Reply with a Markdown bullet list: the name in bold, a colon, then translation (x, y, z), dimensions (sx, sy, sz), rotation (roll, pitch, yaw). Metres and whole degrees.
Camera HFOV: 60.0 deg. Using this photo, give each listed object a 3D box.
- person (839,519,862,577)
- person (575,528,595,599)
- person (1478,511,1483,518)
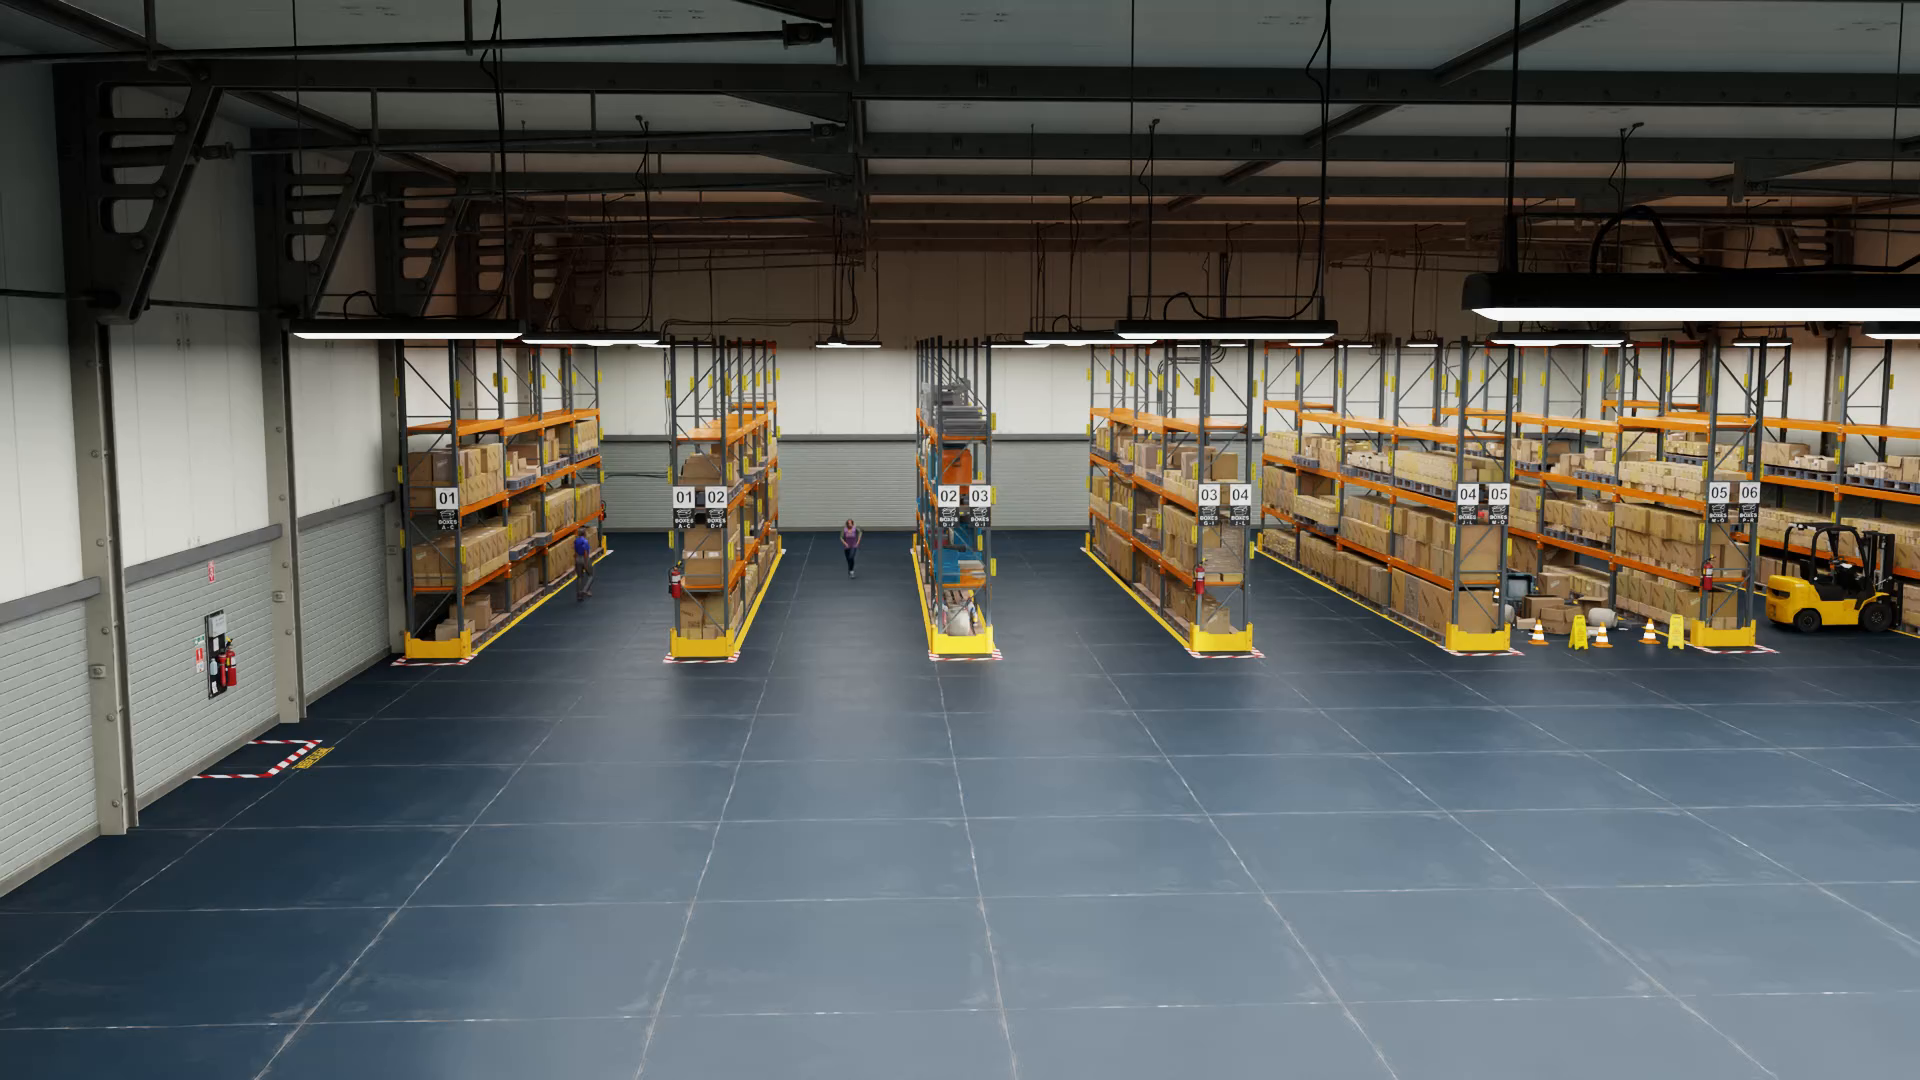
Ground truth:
- **person**: translation (-2.754, 0.193, 41.952), dimensions (0.520, 1.511, 0.786), rotation (1, 7, 8)
- **person**: translation (-8.708, 0.545, 38.410), dimensions (0.499, 1.630, 0.443), rotation (2, 7, 16)
- **person**: translation (12.870, 0.172, 41.062), dimensions (0.516, 1.779, 0.536), rotation (-3, 7, -22)
